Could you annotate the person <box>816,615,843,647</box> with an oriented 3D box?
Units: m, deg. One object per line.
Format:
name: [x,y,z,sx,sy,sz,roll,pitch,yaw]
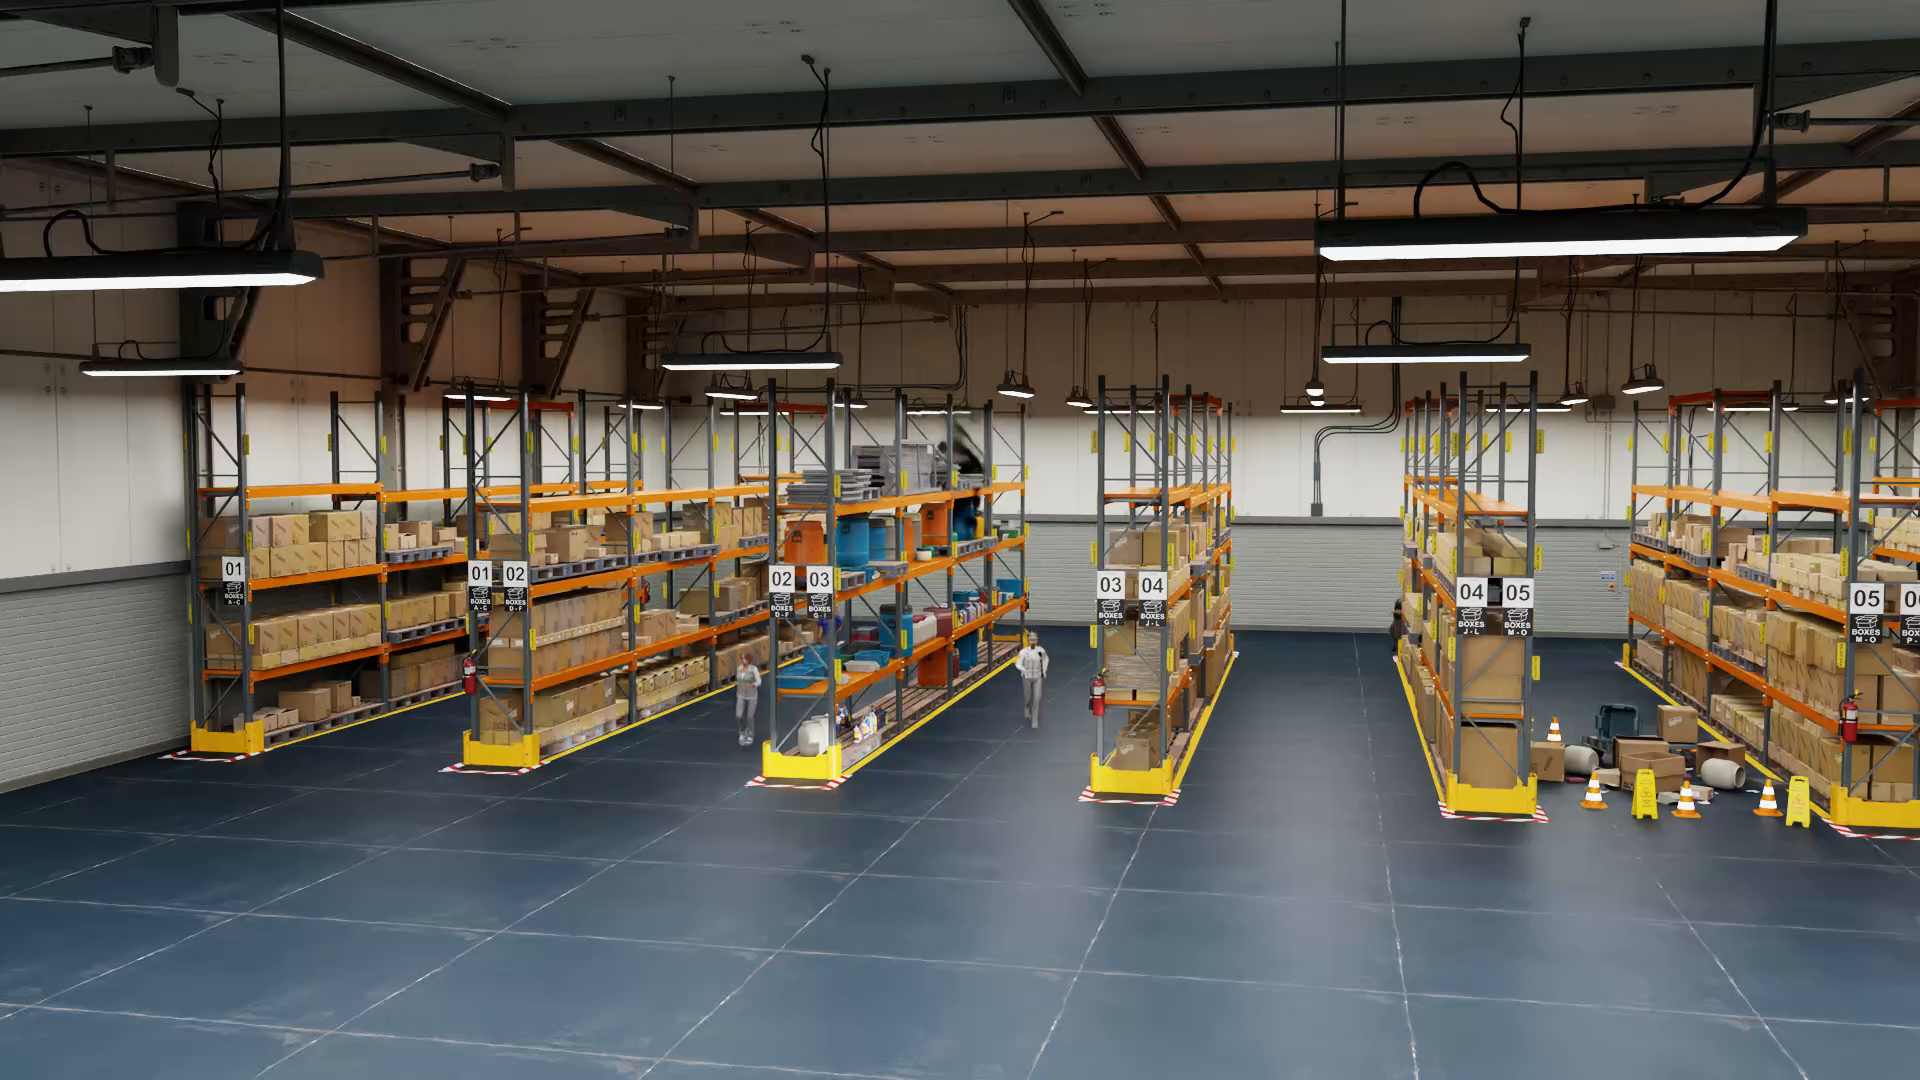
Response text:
person: [-2.824,2.148,35.916,0.574,1.603,0.561,0,3,0]

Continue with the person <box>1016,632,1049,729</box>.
person: [1.295,2.465,29.674,0.600,1.681,0.892,0,3,-2]

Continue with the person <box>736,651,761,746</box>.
person: [-3.532,2.637,27.547,0.512,1.571,0.631,1,3,15]

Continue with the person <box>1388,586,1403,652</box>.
person: [10.533,1.904,39.836,0.571,1.688,0.786,1,4,24]
